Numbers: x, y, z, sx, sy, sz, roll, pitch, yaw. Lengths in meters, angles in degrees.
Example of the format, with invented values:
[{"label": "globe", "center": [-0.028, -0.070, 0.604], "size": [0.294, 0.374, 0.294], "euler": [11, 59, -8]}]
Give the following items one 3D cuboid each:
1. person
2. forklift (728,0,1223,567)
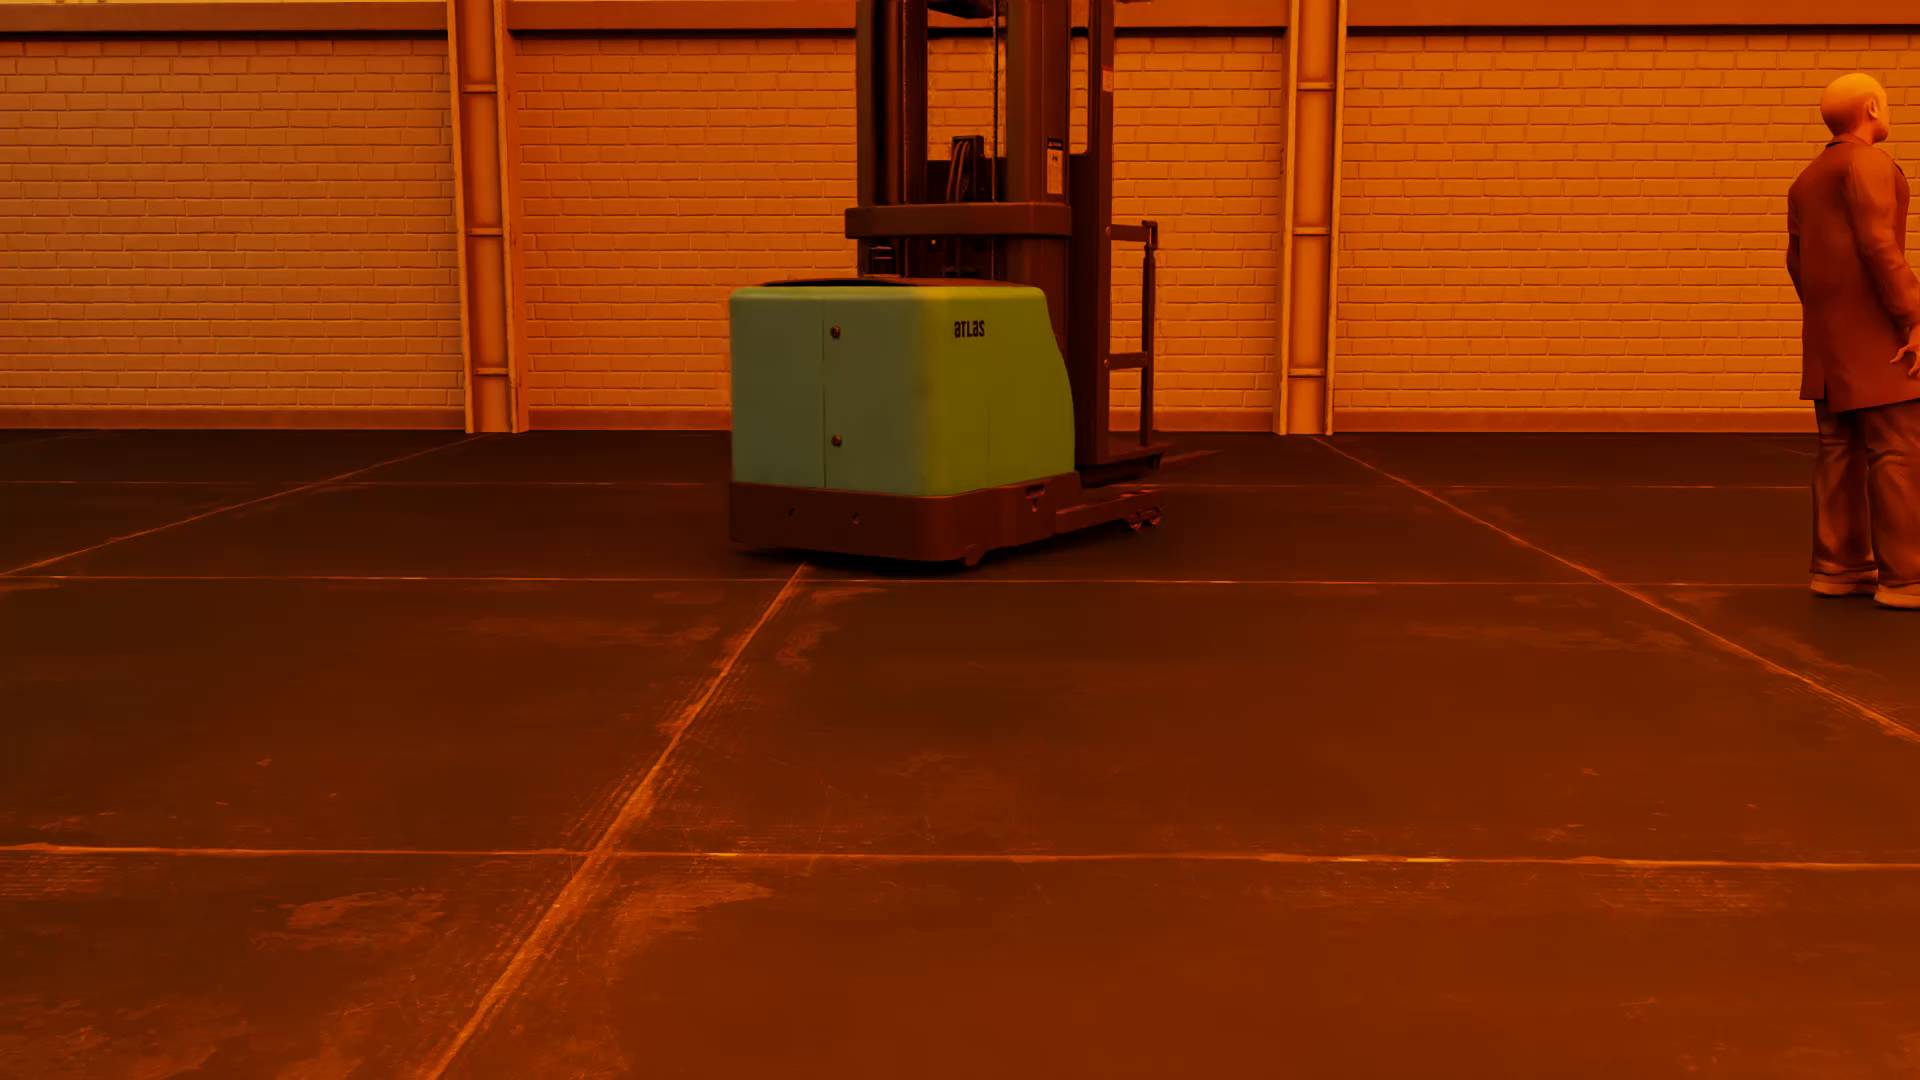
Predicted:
[{"label": "person", "center": [3.172, -0.686, 5.687], "size": [0.582, 1.775, 0.695], "euler": [0, 9, 1]}, {"label": "forklift", "center": [0.286, -1.527, 7.415], "size": [1.130, 2.935, 3.031], "euler": [5, 10, 32]}]
